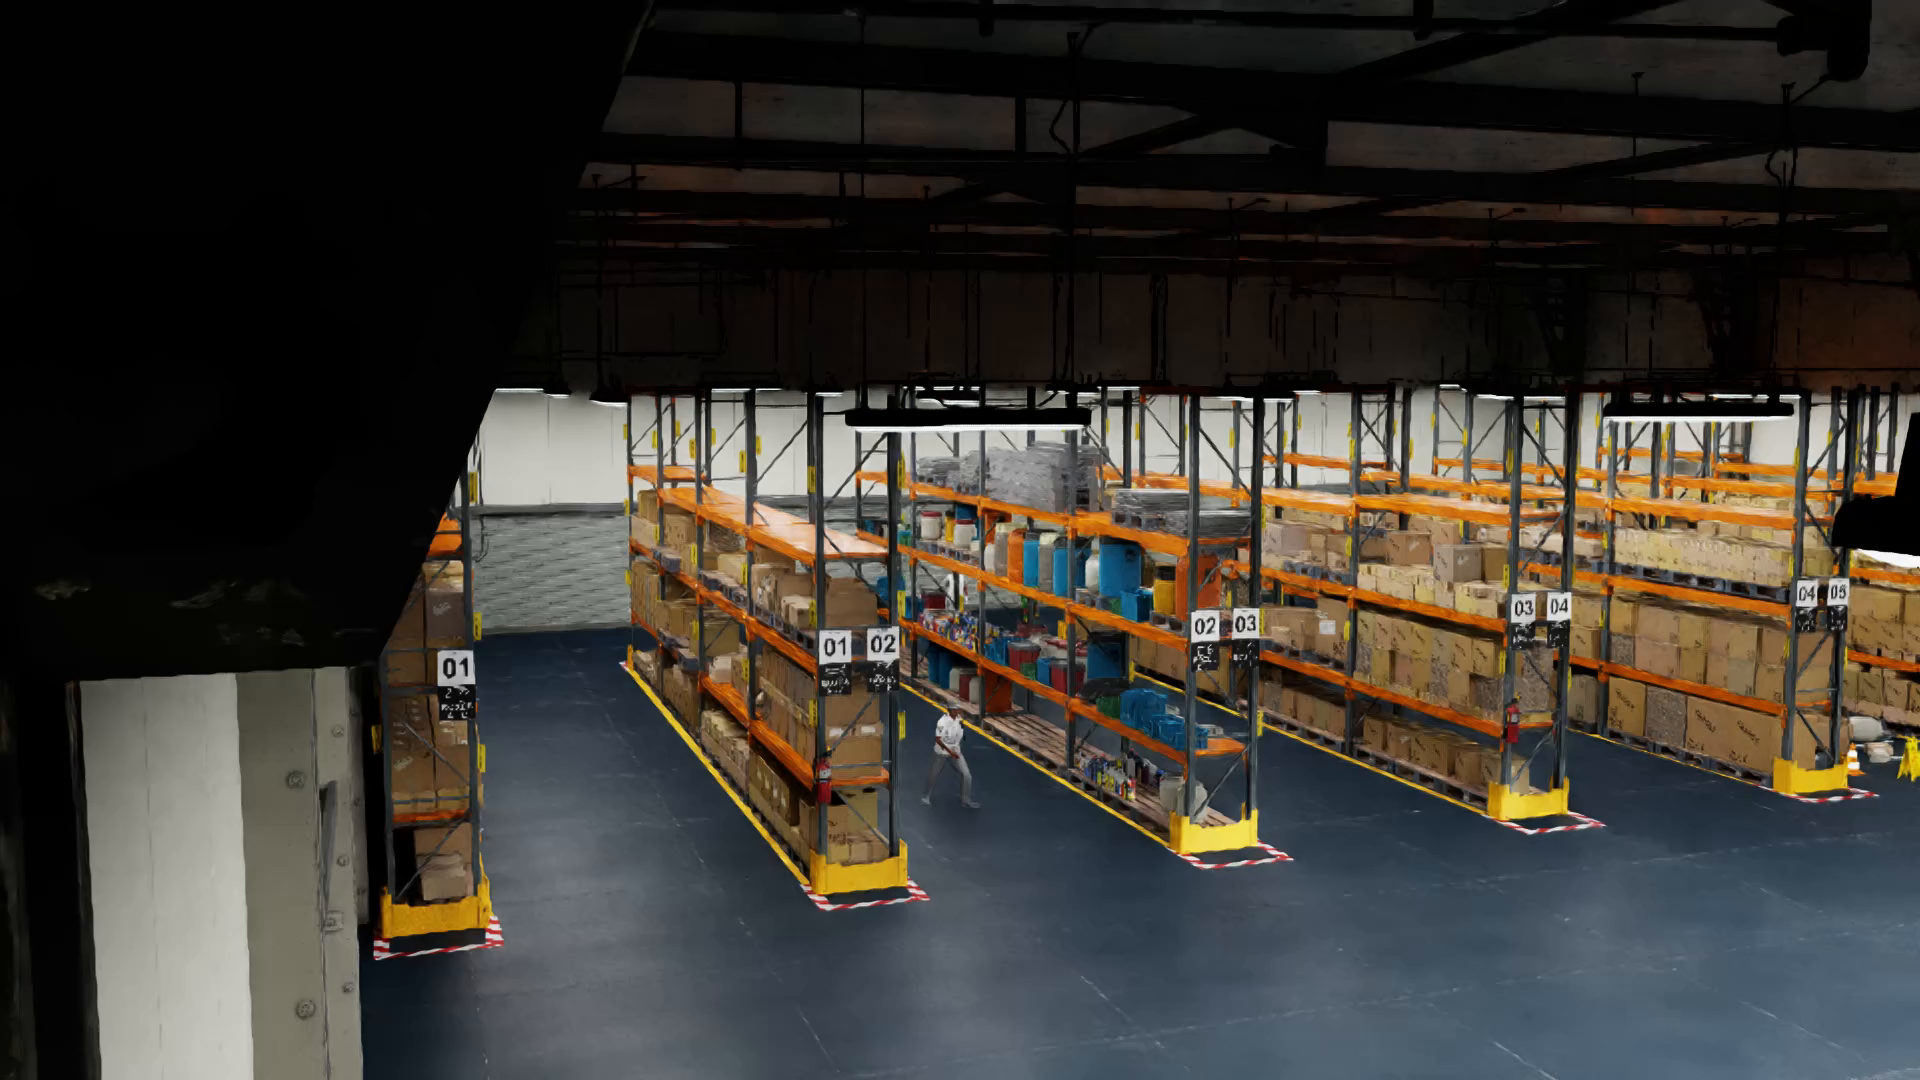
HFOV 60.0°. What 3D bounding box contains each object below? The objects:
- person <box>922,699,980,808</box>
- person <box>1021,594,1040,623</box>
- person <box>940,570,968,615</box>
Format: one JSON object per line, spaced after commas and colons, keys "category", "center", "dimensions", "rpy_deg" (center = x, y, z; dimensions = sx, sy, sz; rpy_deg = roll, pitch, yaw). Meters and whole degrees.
{"category": "person", "center": [-0.165, 3.049, 23.966], "dimensions": [0.612, 1.607, 0.825], "rpy_deg": [-4, 7, -36]}
{"category": "person", "center": [1.757, 1.181, 41.639], "dimensions": [0.596, 1.734, 0.987], "rpy_deg": [0, 6, 1]}
{"category": "person", "center": [-0.131, 1.416, 39.346], "dimensions": [0.702, 1.735, 0.548], "rpy_deg": [-2, 6, -21]}
